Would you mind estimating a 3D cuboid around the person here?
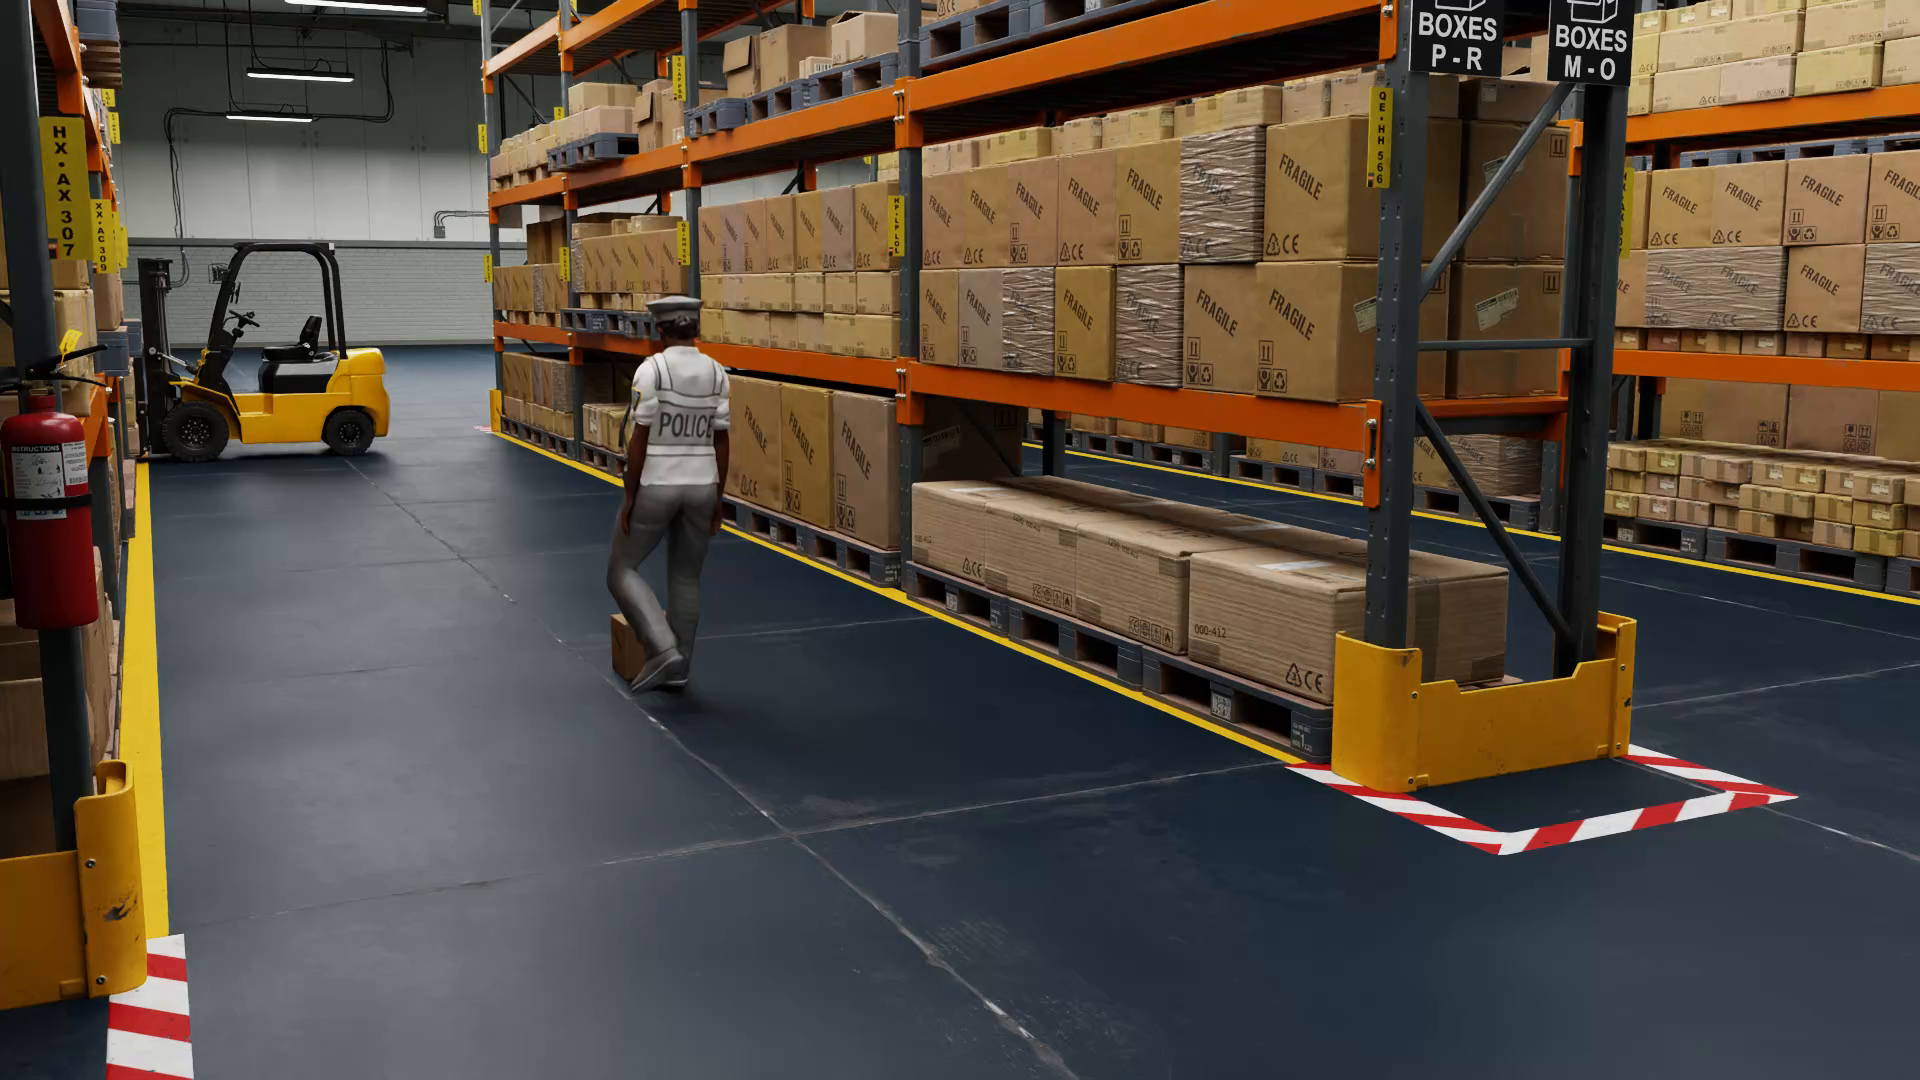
[{"bbox_3d":[-1.220,-0.187,6.938,0.484,1.645,0.560,-7,11,-37],"label":"person"}]
